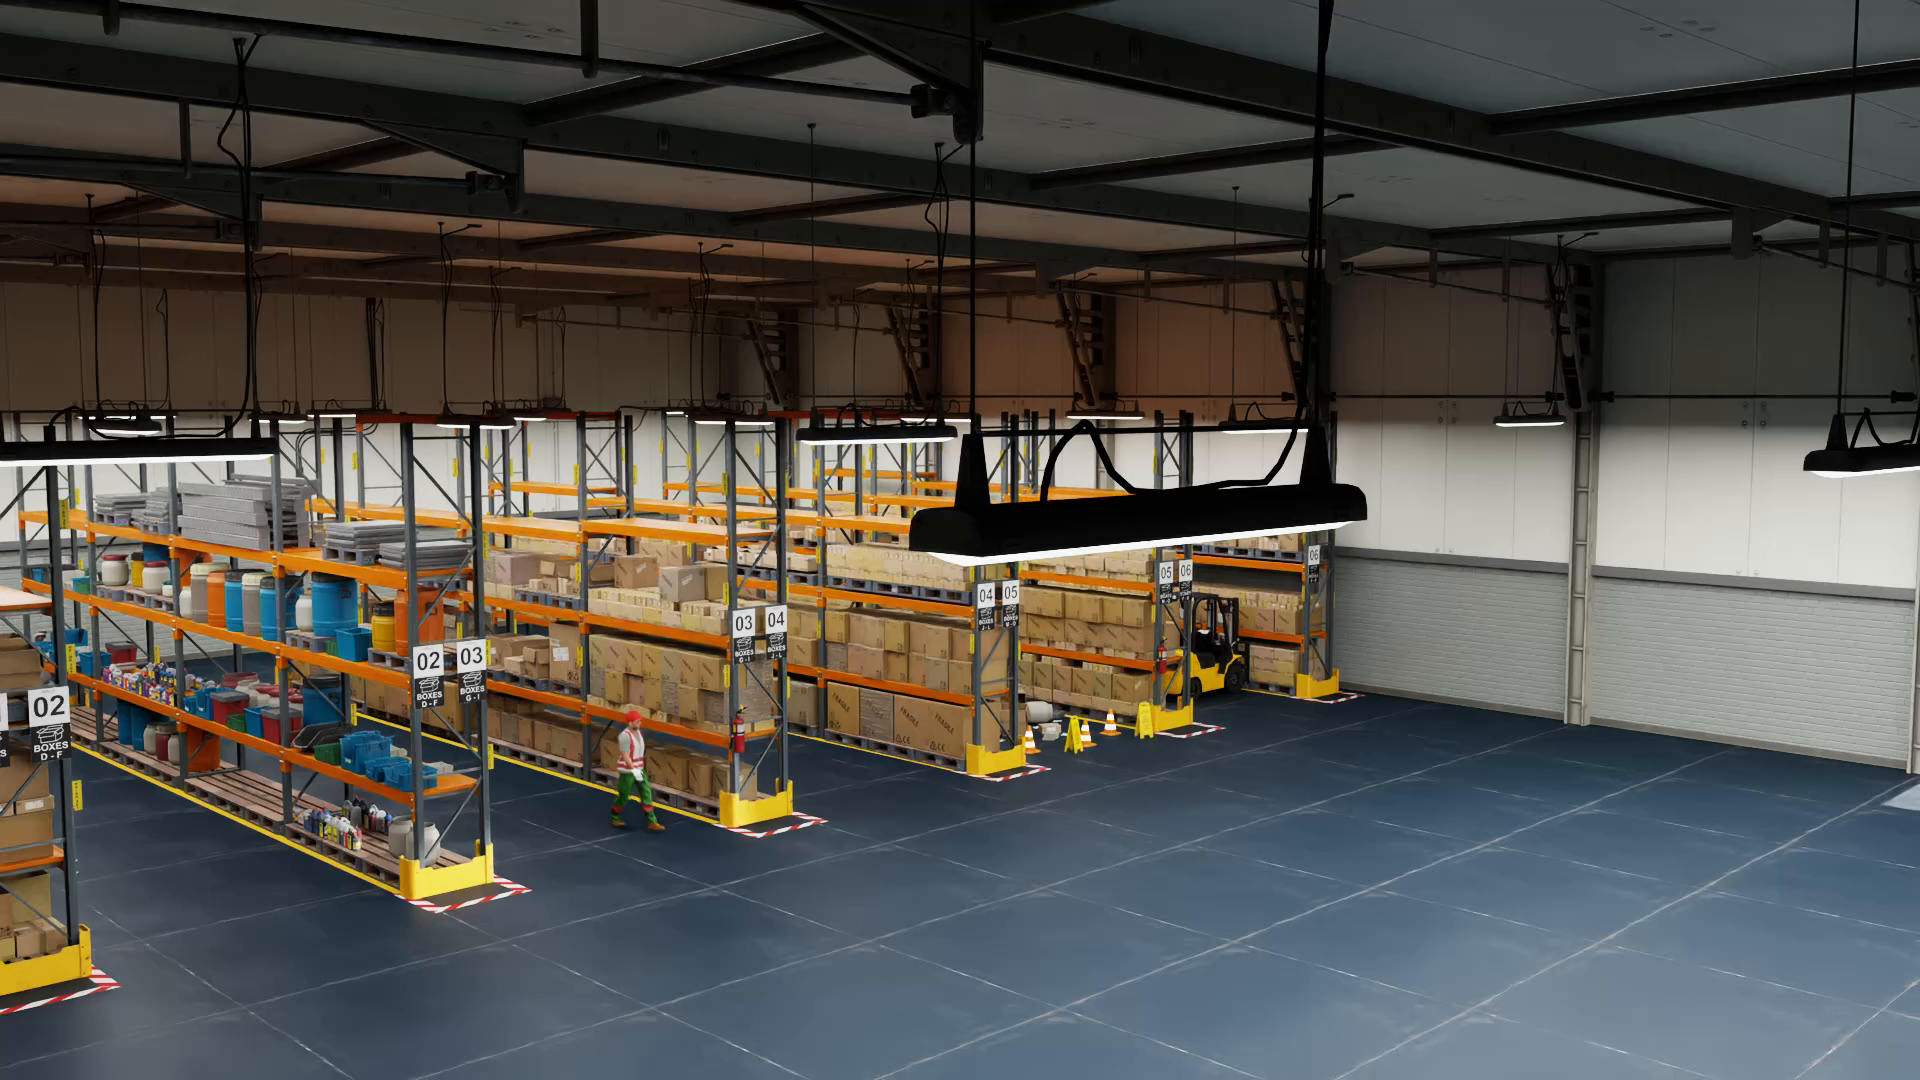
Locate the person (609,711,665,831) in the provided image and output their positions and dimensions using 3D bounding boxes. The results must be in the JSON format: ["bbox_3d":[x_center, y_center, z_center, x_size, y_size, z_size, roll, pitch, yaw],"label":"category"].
[{"bbox_3d":[-4.707,3.344,24.218,0.995,1.724,0.531,3,6,31],"label":"person"}]

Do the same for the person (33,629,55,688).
[{"bbox_3d":[-18.500,2.600,33.460,0.464,1.638,0.884,3,6,32],"label":"person"}]
